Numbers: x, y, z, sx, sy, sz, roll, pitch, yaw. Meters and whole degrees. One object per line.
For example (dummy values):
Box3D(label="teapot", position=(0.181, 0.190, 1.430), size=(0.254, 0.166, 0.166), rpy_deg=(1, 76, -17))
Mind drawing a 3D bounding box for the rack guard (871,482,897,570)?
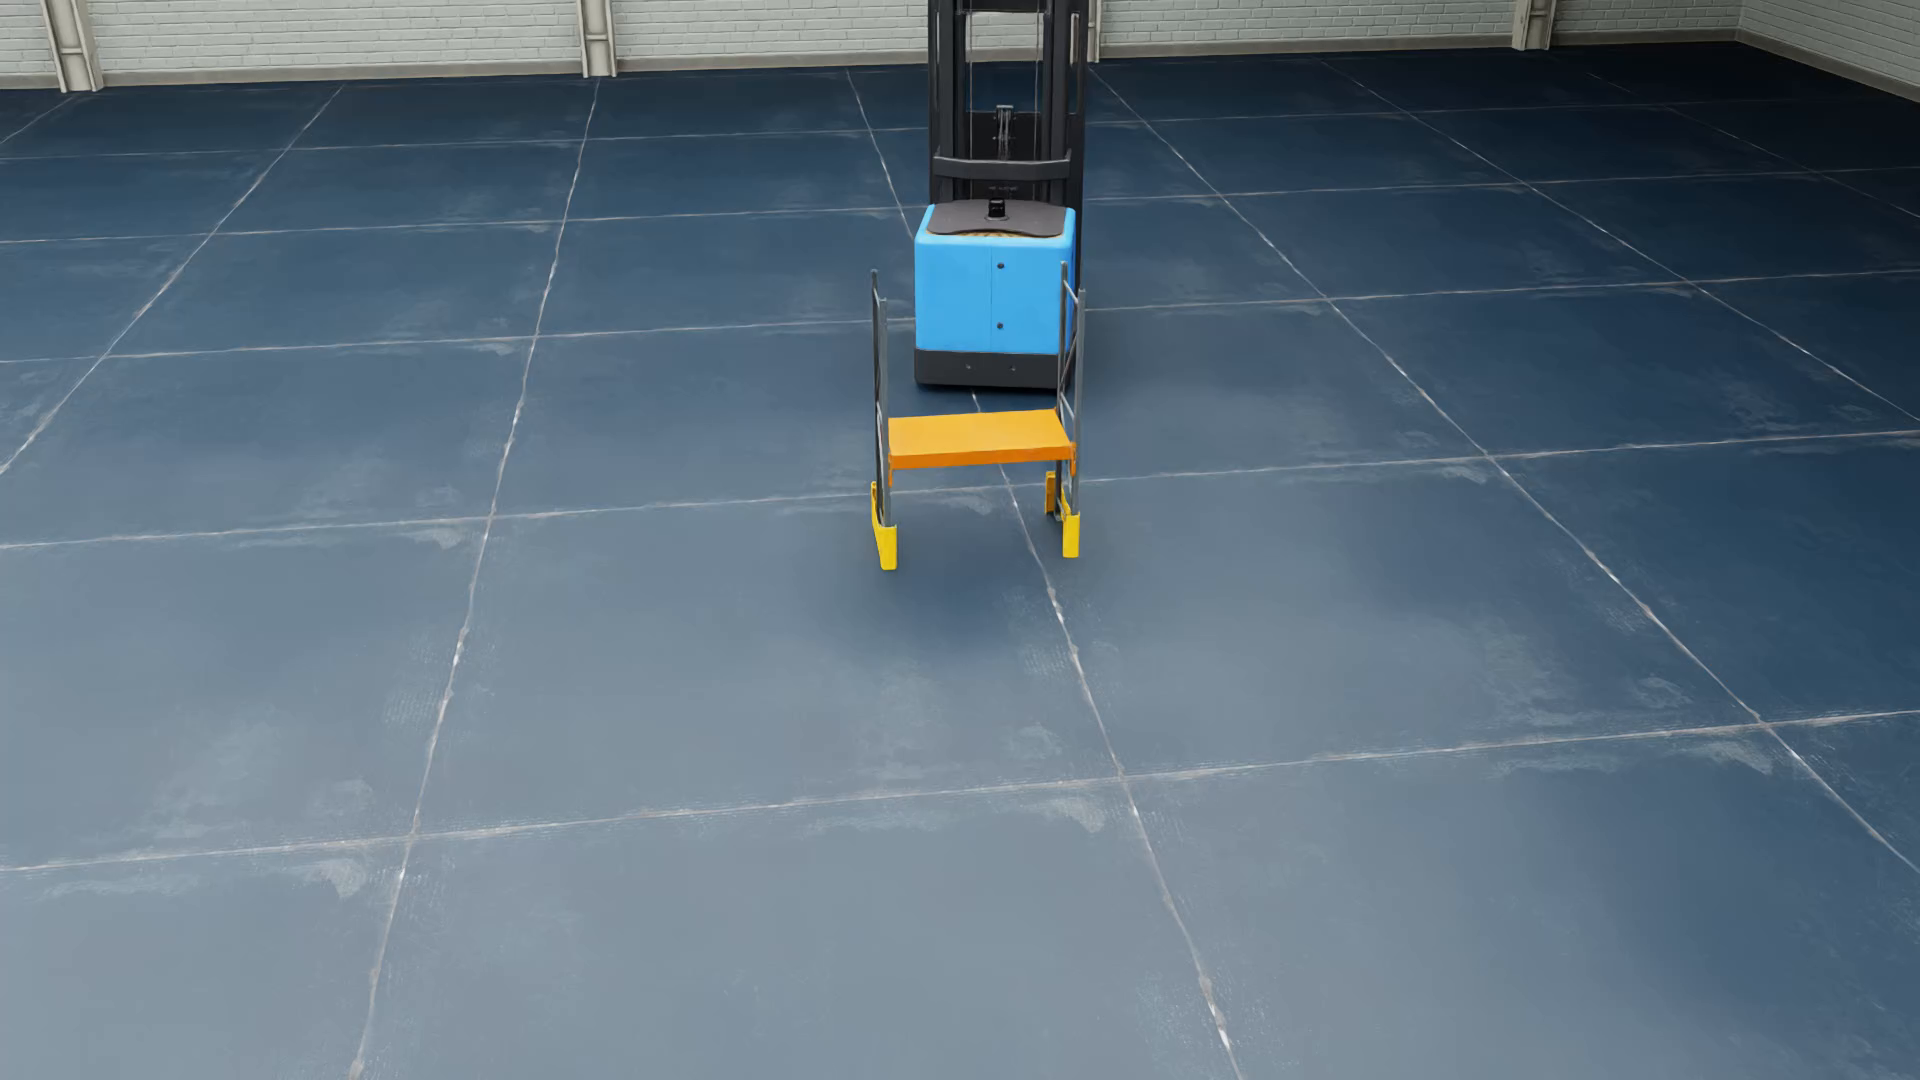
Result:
Box3D(label="rack guard", position=(-0.418, -0.084, 9.141), size=(0.087, 0.250, 0.587), rpy_deg=(-4, 27, -7))

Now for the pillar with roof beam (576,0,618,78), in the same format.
Box3D(label="pillar with roof beam", position=(-3.799, -7.758, 14.512), size=(0.400, 9.000, 9.100), rpy_deg=(-4, 27, -7))

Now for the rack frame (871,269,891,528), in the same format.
Box3D(label="rack frame", position=(-0.419, -0.640, 8.855), size=(0.032, 1.500, 0.500), rpy_deg=(-4, 27, -7))

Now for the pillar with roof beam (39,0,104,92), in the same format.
Box3D(label="pillar with roof beam", position=(-9.741, -7.376, 13.769), size=(0.400, 9.000, 9.100), rpy_deg=(-4, 27, -7))

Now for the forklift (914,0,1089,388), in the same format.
Box3D(label="forklift", position=(0.350, -2.954, 11.796), size=(1.130, 2.935, 3.031), rpy_deg=(3, 27, 5))

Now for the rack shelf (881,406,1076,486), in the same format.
Box3D(label="rack shelf", position=(0.084, -0.513, 9.000), size=(1.000, 0.185, 0.538), rpy_deg=(-4, 27, -7))

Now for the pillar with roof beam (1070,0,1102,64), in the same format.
Box3D(label="pillar with roof beam", position=(2.142, -8.140, 15.256), size=(0.400, 9.000, 9.100), rpy_deg=(-4, 27, -7))

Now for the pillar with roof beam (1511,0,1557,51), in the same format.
Box3D(label="pillar with roof beam", position=(8.084, -8.521, 16.000), size=(0.400, 9.000, 9.100), rpy_deg=(-4, 27, -7))

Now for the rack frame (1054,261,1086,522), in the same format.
Box3D(label="rack frame", position=(0.588, -0.705, 8.981), size=(0.032, 1.500, 0.500), rpy_deg=(-4, 27, -7))

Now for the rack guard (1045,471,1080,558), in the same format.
Box3D(label="rack guard", position=(0.569, -0.148, 9.264), size=(0.087, 0.250, 0.587), rpy_deg=(-4, 27, -7))

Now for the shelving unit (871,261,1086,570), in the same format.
Box3D(label="shelving unit", position=(0.075, -0.672, 8.917), size=(1.083, 1.500, 0.587), rpy_deg=(-4, 27, -7))
